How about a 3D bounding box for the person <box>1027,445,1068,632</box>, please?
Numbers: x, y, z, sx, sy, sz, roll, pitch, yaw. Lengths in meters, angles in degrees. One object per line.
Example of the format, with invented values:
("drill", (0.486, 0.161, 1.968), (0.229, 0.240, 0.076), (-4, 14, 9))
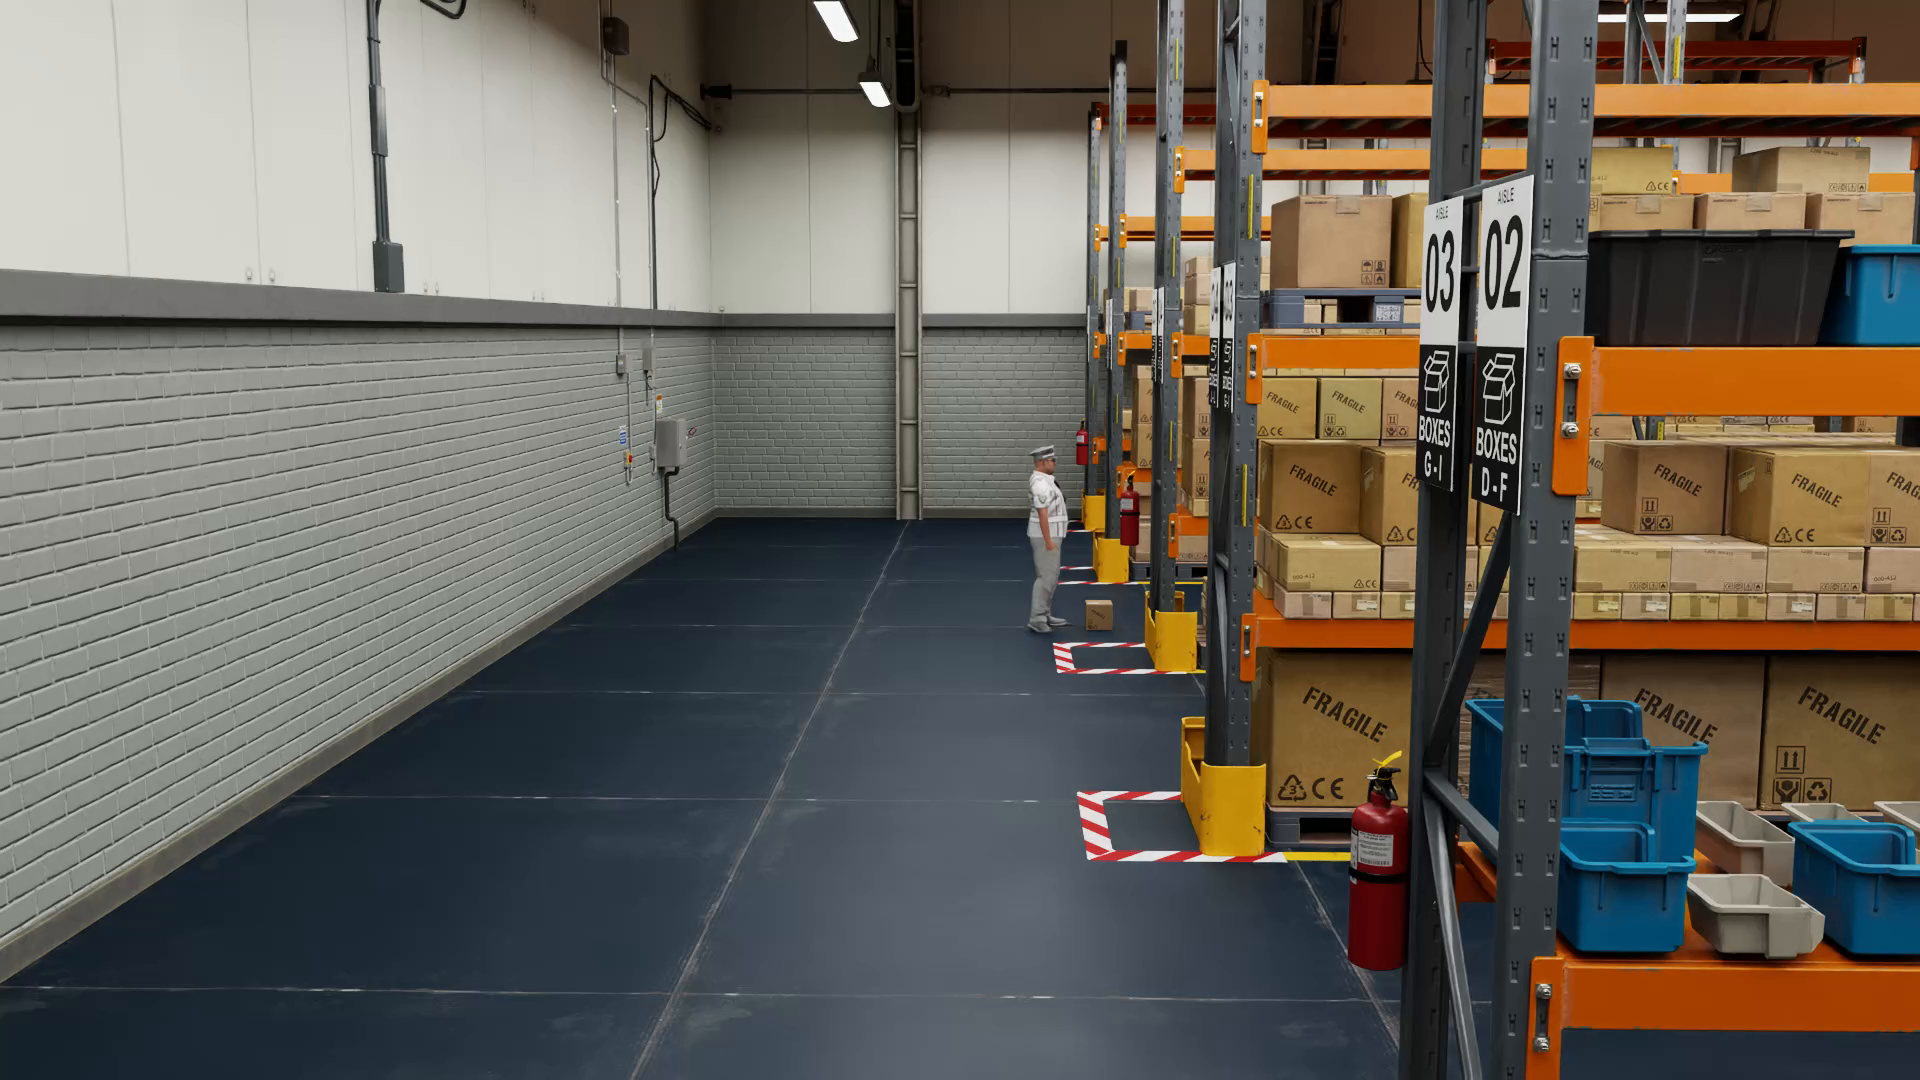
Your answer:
("person", (0.838, -0.004, 15.944), (0.390, 1.815, 0.530), (0, 7, 2))
